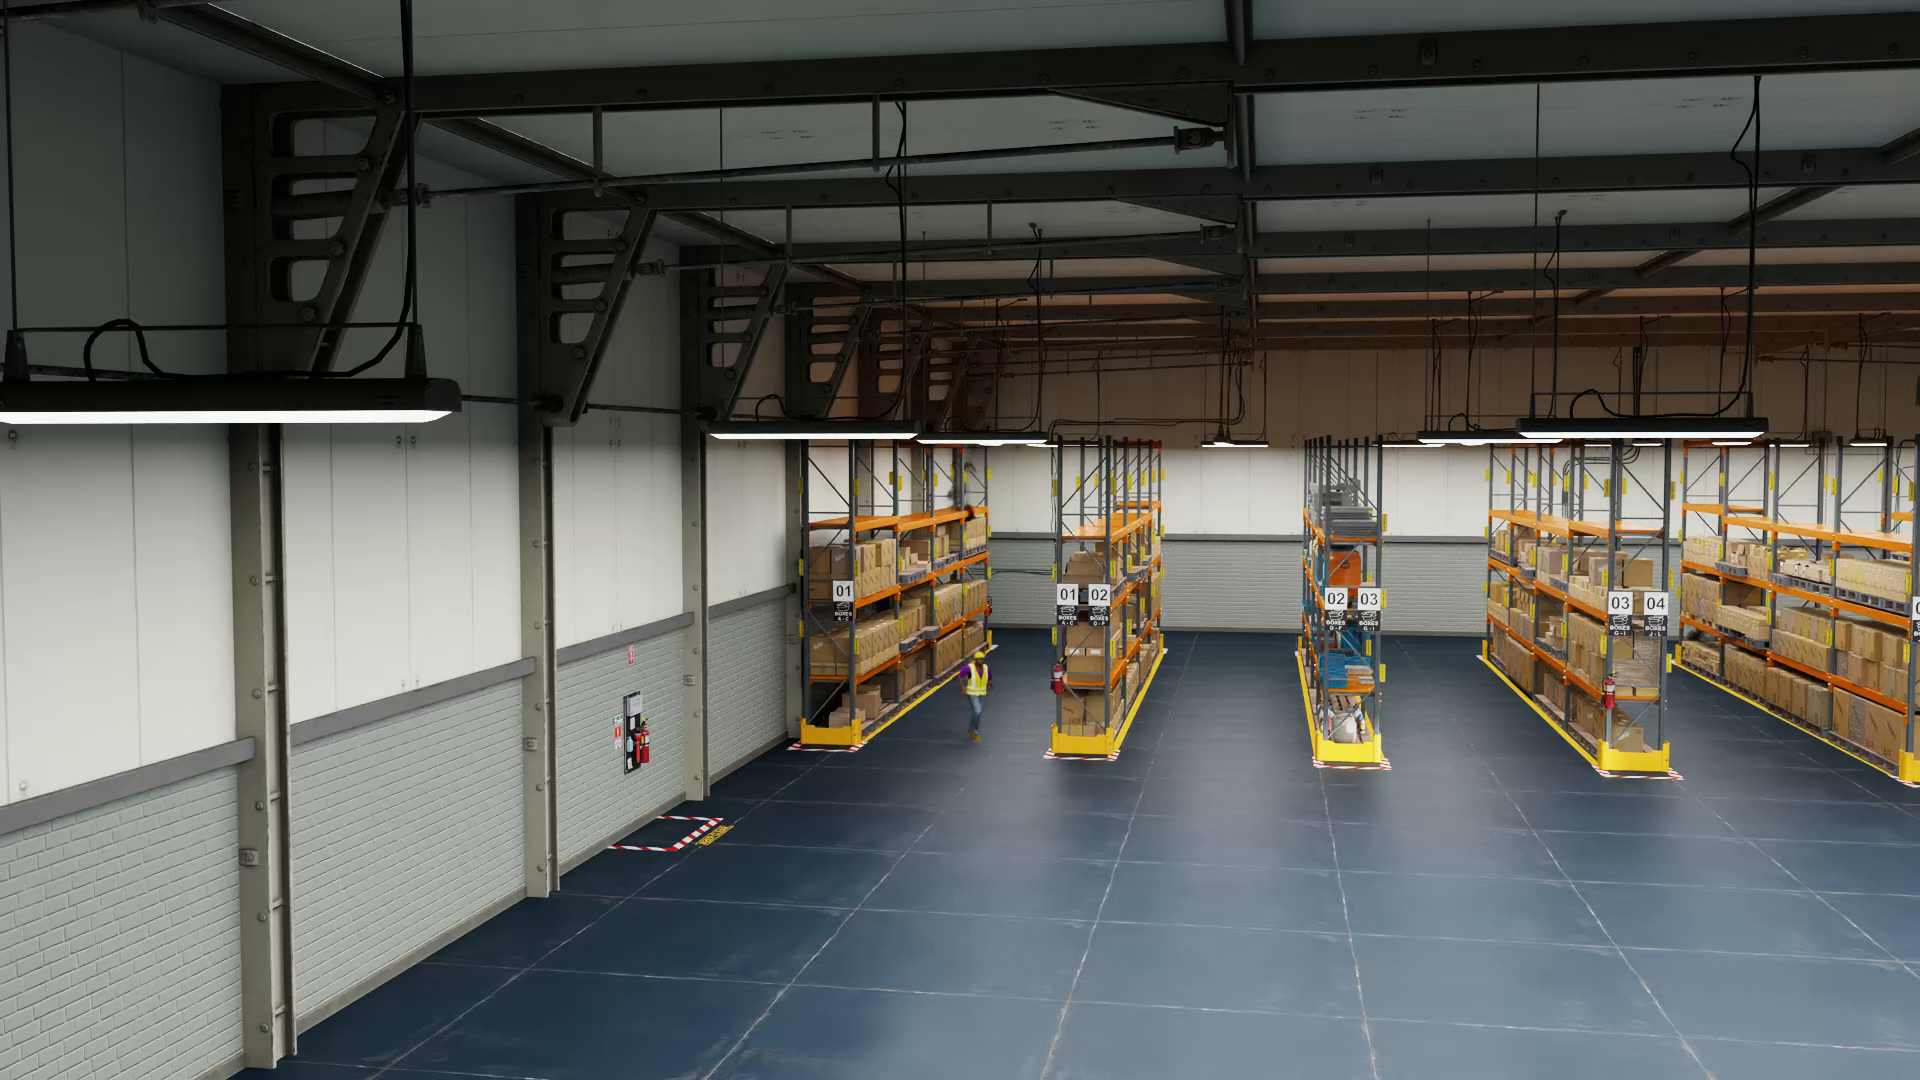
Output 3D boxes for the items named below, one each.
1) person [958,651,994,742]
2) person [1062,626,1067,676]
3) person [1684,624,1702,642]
[{"bbox_3d":[0.336,3.092,32.829,0.627,1.813,0.864,-2,4,-31],"label":"person"},{"bbox_3d":[2.805,2.629,41.570,0.810,1.689,0.680,2,4,30],"label":"person"},{"bbox_3d":[20.117,2.467,45.439,0.624,1.632,0.640,1,3,17],"label":"person"}]
